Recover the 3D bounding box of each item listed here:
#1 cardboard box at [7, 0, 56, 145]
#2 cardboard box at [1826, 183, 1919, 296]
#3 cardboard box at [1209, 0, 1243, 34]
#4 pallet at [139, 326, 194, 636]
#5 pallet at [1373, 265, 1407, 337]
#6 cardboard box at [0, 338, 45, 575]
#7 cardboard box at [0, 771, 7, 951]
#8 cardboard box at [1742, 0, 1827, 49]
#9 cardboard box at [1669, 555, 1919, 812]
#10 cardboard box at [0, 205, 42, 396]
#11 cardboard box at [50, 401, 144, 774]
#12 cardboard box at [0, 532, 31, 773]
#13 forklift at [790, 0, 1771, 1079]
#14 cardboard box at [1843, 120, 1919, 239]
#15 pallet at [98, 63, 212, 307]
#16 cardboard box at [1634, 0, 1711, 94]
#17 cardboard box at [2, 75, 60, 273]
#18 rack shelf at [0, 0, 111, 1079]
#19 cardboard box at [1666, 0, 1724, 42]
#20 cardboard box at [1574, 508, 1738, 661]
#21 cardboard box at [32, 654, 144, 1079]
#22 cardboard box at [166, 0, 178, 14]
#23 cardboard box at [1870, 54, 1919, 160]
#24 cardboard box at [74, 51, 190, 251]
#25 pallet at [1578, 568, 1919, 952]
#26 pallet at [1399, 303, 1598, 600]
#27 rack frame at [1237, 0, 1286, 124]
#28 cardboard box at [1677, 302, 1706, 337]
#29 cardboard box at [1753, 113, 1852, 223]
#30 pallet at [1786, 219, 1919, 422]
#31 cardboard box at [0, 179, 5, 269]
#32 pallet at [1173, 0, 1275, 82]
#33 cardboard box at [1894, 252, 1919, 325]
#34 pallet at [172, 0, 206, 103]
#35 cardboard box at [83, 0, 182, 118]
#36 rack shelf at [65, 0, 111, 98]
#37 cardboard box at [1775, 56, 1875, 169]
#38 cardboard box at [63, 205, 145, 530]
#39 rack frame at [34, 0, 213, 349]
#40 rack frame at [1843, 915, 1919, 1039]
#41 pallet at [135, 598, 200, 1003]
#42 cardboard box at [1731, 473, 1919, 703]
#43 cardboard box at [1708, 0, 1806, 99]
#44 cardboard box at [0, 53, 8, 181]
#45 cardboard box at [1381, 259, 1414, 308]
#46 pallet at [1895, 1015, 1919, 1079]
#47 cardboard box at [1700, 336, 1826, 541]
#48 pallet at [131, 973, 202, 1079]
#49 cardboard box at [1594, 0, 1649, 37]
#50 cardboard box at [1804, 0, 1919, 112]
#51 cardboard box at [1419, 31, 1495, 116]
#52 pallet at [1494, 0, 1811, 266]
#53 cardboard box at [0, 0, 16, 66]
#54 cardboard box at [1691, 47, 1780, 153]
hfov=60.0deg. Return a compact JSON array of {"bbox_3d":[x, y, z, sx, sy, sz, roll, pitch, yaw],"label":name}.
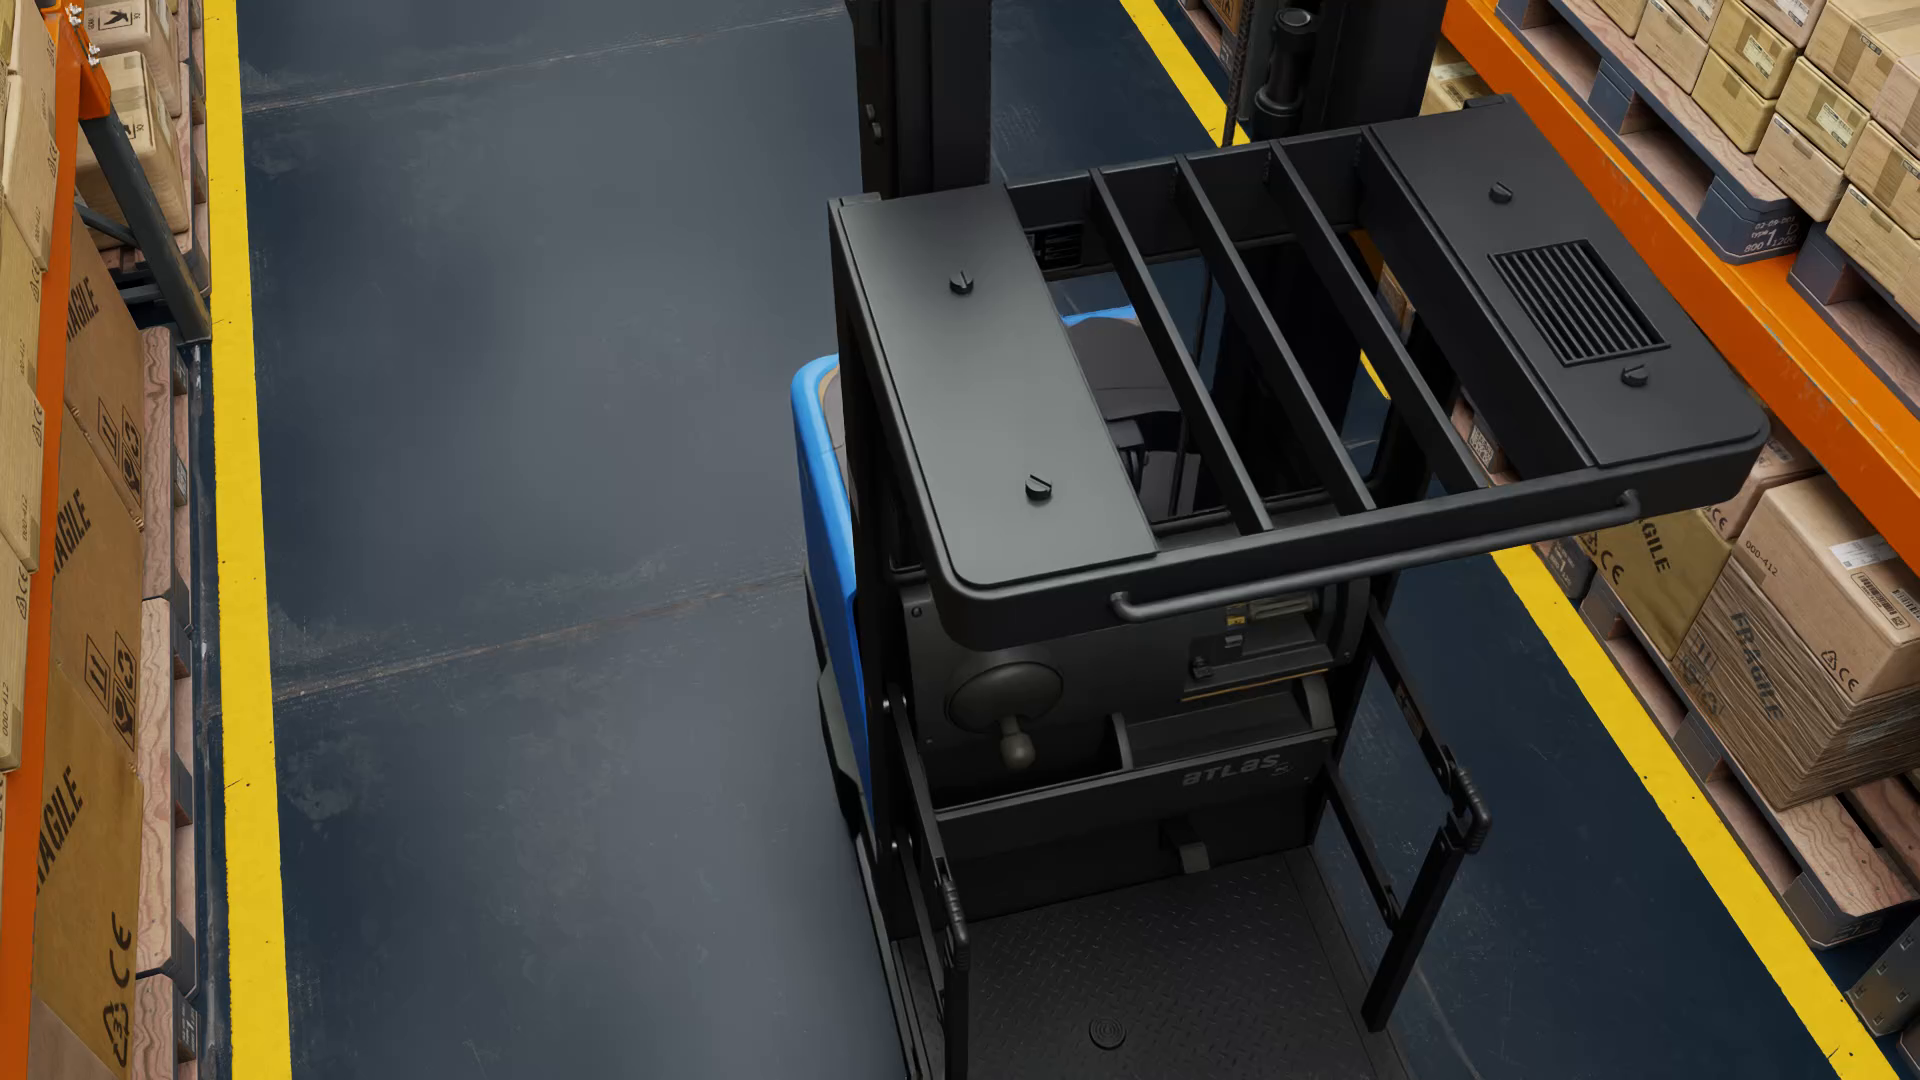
[{"bbox_3d":[-2.722,-1.237,4.429,0.500,0.250,0.500,-15,51,-12],"label":"cardboard box"},{"bbox_3d":[2.232,-0.723,3.787,0.380,0.149,0.250,-16,52,-13],"label":"cardboard box"},{"bbox_3d":[1.485,-2.665,6.731,1.050,0.750,0.750,-14,51,-11],"label":"cardboard box"},{"bbox_3d":[-2.959,-0.105,5.200,1.003,0.211,1.213,-13,51,-11],"label":"pallet"},{"bbox_3d":[1.809,-1.320,6.224,1.003,0.211,1.213,-13,51,-11],"label":"pallet"},{"bbox_3d":[-2.245,-0.130,3.496,0.500,0.250,0.500,-14,51,-12],"label":"cardboard box"},{"bbox_3d":[-1.969,0.615,2.868,0.500,0.250,0.500,-14,51,-12],"label":"cardboard box"},{"bbox_3d":[2.072,-1.315,3.897,0.380,0.149,0.250,-15,52,-13],"label":"cardboard box"},{"bbox_3d":[2.302,0.319,4.380,0.500,0.500,0.500,-14,51,-12],"label":"cardboard box"},{"bbox_3d":[-2.423,-0.497,3.805,0.500,0.250,0.500,-14,51,-11],"label":"cardboard box"},{"bbox_3d":[-2.735,0.129,4.295,0.875,0.875,0.875,-13,51,-11],"label":"cardboard box"},{"bbox_3d":[-2.106,0.237,3.187,0.500,0.250,0.500,-14,51,-11],"label":"cardboard box"},{"bbox_3d":[0.406,0.294,3.085,1.130,2.935,3.031,-11,51,-9],"label":"forklift"},{"bbox_3d":[2.221,-0.837,3.689,0.380,0.149,0.250,-15,51,-12],"label":"cardboard box"},{"bbox_3d":[-3.350,-1.269,6.182,1.003,0.211,1.213,-13,51,-11],"label":"pallet"},{"bbox_3d":[1.988,-1.313,4.285,0.380,0.149,0.250,-15,51,-12],"label":"cardboard box"},{"bbox_3d":[-2.556,-0.868,4.118,0.500,0.250,0.500,-12,51,-10],"label":"cardboard box"},{"bbox_3d":[-2.528,0.096,3.678,1.077,0.370,4.000,-13,51,-11],"label":"rack shelf"},{"bbox_3d":[1.996,-1.405,4.168,0.380,0.149,0.250,-12,51,-10],"label":"cardboard box"},{"bbox_3d":[2.151,-0.056,4.696,0.500,0.500,0.500,-14,51,-12],"label":"cardboard box"},{"bbox_3d":[-2.471,0.782,3.744,0.875,0.875,0.875,-12,51,-10],"label":"cardboard box"},{"bbox_3d":[-3.722,-2.392,6.749,0.950,0.372,0.625,-12,51,-10],"label":"cardboard box"},{"bbox_3d":[2.224,-0.940,3.581,0.380,0.149,0.250,-13,51,-11],"label":"cardboard box"},{"bbox_3d":[-3.277,-1.300,5.828,0.950,0.372,0.625,-16,52,-13],"label":"cardboard box"},{"bbox_3d":[2.530,0.462,4.722,1.003,0.211,1.213,-13,51,-11],"label":"pallet"},{"bbox_3d":[2.166,-0.430,5.475,1.003,0.211,1.213,-13,51,-11],"label":"pallet"},{"bbox_3d":[1.579,-2.790,5.640,1.000,3.000,0.127,-13,51,-11],"label":"rack frame"},{"bbox_3d":[1.991,-0.688,4.737,0.500,0.250,0.500,-15,52,-13],"label":"cardboard box"},{"bbox_3d":[2.144,-0.925,3.957,0.380,0.149,0.250,-15,52,-13],"label":"cardboard box"},{"bbox_3d":[2.675,-0.397,3.749,1.003,0.211,1.213,-13,51,-11],"label":"pallet"},{"bbox_3d":[-2.408,-0.670,3.624,0.500,0.250,0.500,-15,51,-12],"label":"cardboard box"},{"bbox_3d":[1.418,-2.484,7.206,1.003,0.211,1.213,-13,51,-11],"label":"pallet"},{"bbox_3d":[2.306,-0.540,3.633,0.380,0.149,0.250,-13,51,-11],"label":"cardboard box"},{"bbox_3d":[-3.707,-2.158,6.931,1.003,0.211,1.213,-13,51,-11],"label":"pallet"},{"bbox_3d":[-3.503,-1.837,6.281,0.950,0.372,0.625,-14,51,-12],"label":"cardboard box"},{"bbox_3d":[-3.711,-2.825,6.140,1.077,0.370,4.000,-13,51,-11],"label":"rack shelf"},{"bbox_3d":[2.145,-1.027,3.849,0.380,0.149,0.250,-16,52,-13],"label":"cardboard box"},{"bbox_3d":[-2.995,-0.524,4.845,0.875,0.875,0.875,-14,51,-11],"label":"cardboard box"},{"bbox_3d":[-3.120,-1.596,4.634,1.000,3.000,0.127,-13,51,-11],"label":"rack frame"},{"bbox_3d":[2.762,0.132,3.177,1.000,3.000,0.127,-13,51,-11],"label":"rack frame"},{"bbox_3d":[-2.602,0.785,4.450,1.003,0.211,1.213,-13,51,-11],"label":"pallet"},{"bbox_3d":[2.300,0.074,4.096,0.500,0.250,0.500,-15,51,-12],"label":"cardboard box"},{"bbox_3d":[2.062,-1.226,4.017,0.380,0.149,0.250,-13,51,-11],"label":"cardboard box"},{"bbox_3d":[-2.579,-1.039,3.935,0.500,0.250,0.500,-14,51,-12],"label":"cardboard box"},{"bbox_3d":[1.696,-1.178,5.642,0.500,0.500,0.500,-13,51,-11],"label":"cardboard box"},{"bbox_3d":[2.994,1.513,3.836,1.003,0.211,1.213,-13,51,-11],"label":"pallet"},{"bbox_3d":[2.161,-0.305,4.415,0.500,0.250,0.500,-11,51,-9],"label":"cardboard box"},{"bbox_3d":[-2.237,1.677,3.698,1.003,0.211,1.213,-13,51,-11],"label":"pallet"},{"bbox_3d":[1.912,-1.504,4.445,0.380,0.149,0.250,-13,51,-10],"label":"cardboard box"},{"bbox_3d":[2.155,-1.120,3.733,0.380,0.149,0.250,-15,51,-12],"label":"cardboard box"},{"bbox_3d":[1.702,-1.432,5.365,0.500,0.250,0.500,-14,51,-11],"label":"cardboard box"},{"bbox_3d":[2.203,-1.291,4.502,1.003,0.211,1.213,-13,51,-11],"label":"pallet"},{"bbox_3d":[-2.734,-1.413,4.250,0.500,0.250,0.500,-13,51,-11],"label":"cardboard box"},{"bbox_3d":[2.067,-1.118,4.121,0.380,0.149,0.250,-11,51,-9],"label":"cardboard box"}]
